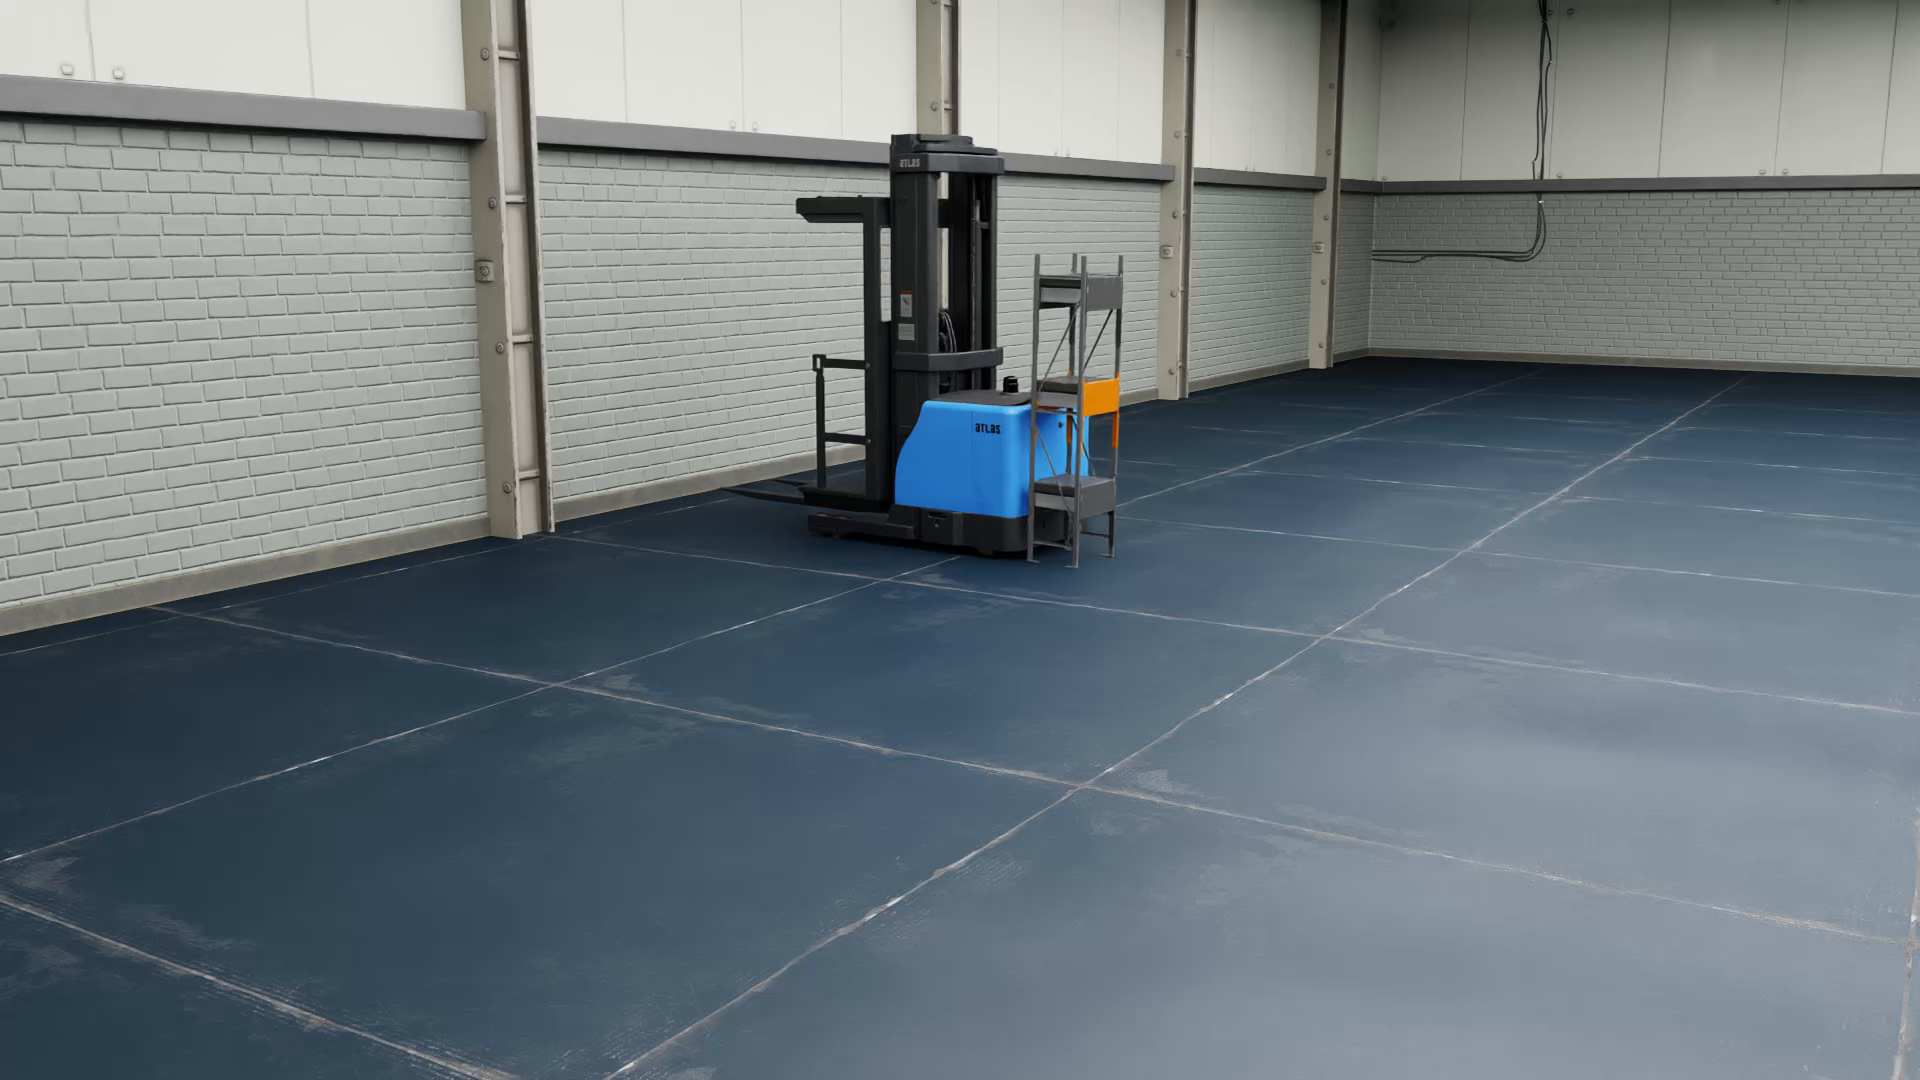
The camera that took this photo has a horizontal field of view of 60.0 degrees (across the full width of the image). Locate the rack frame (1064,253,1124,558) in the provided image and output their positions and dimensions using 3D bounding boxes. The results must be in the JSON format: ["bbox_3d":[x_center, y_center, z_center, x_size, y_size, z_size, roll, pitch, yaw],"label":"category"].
[{"bbox_3d":[0.931,-0.932,11.617,0.400,2.100,0.015,9,14,34],"label":"rack frame"}]

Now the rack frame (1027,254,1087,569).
[{"bbox_3d":[0.651,-0.859,11.224,0.400,2.100,0.015,9,14,34],"label":"rack frame"}]

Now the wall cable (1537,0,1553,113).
[{"bbox_3d":[10.985,-8.341,27.180,3.097,2.526,0.112,6,12,31],"label":"wall cable"}]

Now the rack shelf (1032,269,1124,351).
[{"bbox_3d":[0.802,-1.568,11.287,0.431,0.518,0.480,9,14,34],"label":"rack shelf"}]

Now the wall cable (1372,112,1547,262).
[{"bbox_3d":[8.673,-6.117,29.025,3.097,2.526,0.112,6,12,31],"label":"wall cable"}]

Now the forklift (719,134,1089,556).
[{"bbox_3d":[-0.532,-1.523,12.539,3.031,2.935,1.130,8,13,36],"label":"forklift"}]

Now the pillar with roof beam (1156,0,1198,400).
[{"bbox_3d":[6.578,-5.951,19.702,9.100,9.000,0.400,6,12,31],"label":"pillar with roof beam"}]

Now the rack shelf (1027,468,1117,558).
[{"bbox_3d":[0.780,-0.196,11.560,0.431,0.518,0.480,9,14,34],"label":"rack shelf"}]

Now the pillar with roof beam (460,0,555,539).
[{"bbox_3d":[0.348,-4.064,9.622,9.100,9.000,0.400,6,12,31],"label":"pillar with roof beam"}]

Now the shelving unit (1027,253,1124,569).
[{"bbox_3d":[0.791,-0.895,11.421,0.431,2.100,0.503,9,14,34],"label":"shelving unit"}]

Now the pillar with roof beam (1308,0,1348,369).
[{"bbox_3d":[9.693,-6.895,24.743,9.100,9.000,0.400,6,12,31],"label":"pillar with roof beam"}]

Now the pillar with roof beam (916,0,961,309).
[{"bbox_3d":[3.463,-5.008,14.662,9.100,9.000,0.400,6,12,31],"label":"pillar with roof beam"}]

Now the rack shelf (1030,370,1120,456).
[{"bbox_3d":[0.791,-0.882,11.424,0.431,0.518,0.480,9,14,34],"label":"rack shelf"}]
